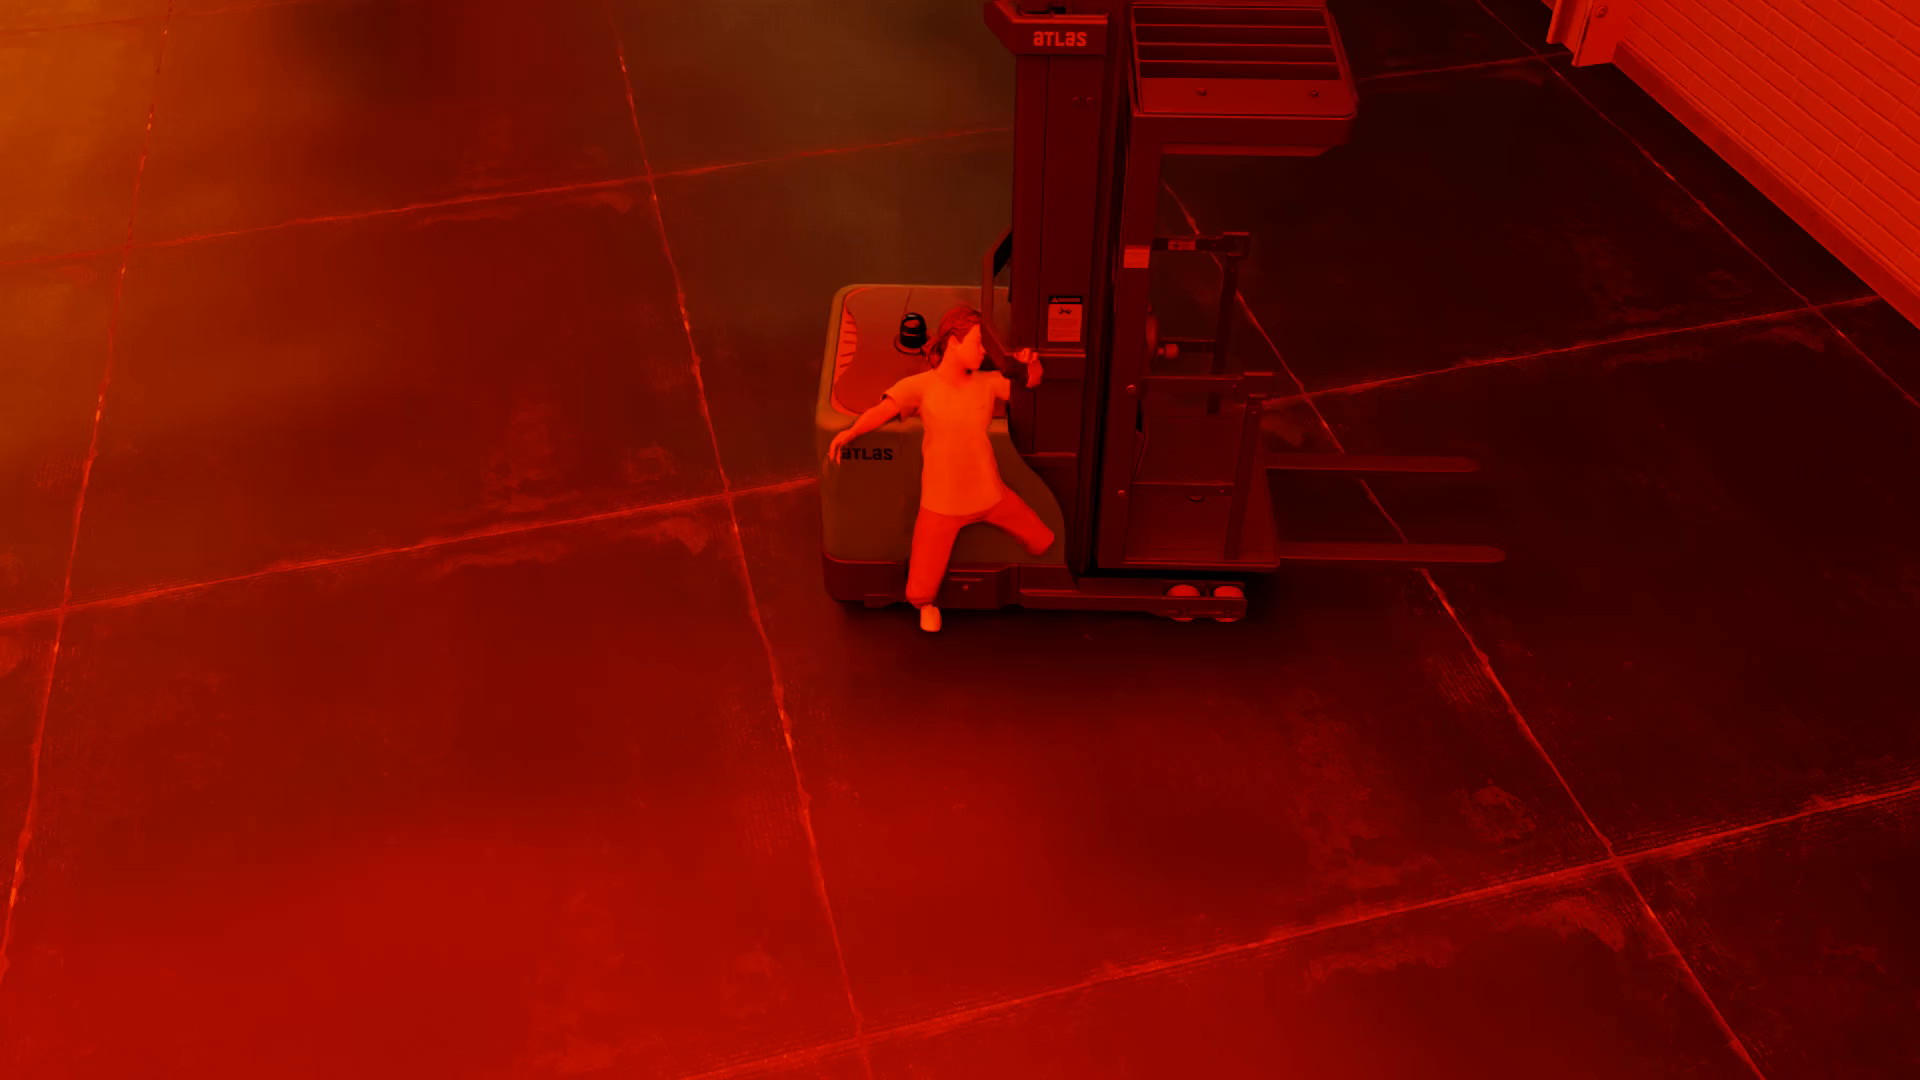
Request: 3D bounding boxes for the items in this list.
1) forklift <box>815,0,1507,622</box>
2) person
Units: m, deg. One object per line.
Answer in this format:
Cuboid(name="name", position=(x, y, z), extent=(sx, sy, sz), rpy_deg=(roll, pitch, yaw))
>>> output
Cuboid(name="forklift", position=(0.919, -1.075, 6.782), extent=(3.031, 2.935, 1.130), rpy_deg=(1, 43, 1))
Cuboid(name="person", position=(-0.129, -0.256, 6.925), extent=(0.992, 1.522, 0.642), rpy_deg=(-19, 46, -19))
